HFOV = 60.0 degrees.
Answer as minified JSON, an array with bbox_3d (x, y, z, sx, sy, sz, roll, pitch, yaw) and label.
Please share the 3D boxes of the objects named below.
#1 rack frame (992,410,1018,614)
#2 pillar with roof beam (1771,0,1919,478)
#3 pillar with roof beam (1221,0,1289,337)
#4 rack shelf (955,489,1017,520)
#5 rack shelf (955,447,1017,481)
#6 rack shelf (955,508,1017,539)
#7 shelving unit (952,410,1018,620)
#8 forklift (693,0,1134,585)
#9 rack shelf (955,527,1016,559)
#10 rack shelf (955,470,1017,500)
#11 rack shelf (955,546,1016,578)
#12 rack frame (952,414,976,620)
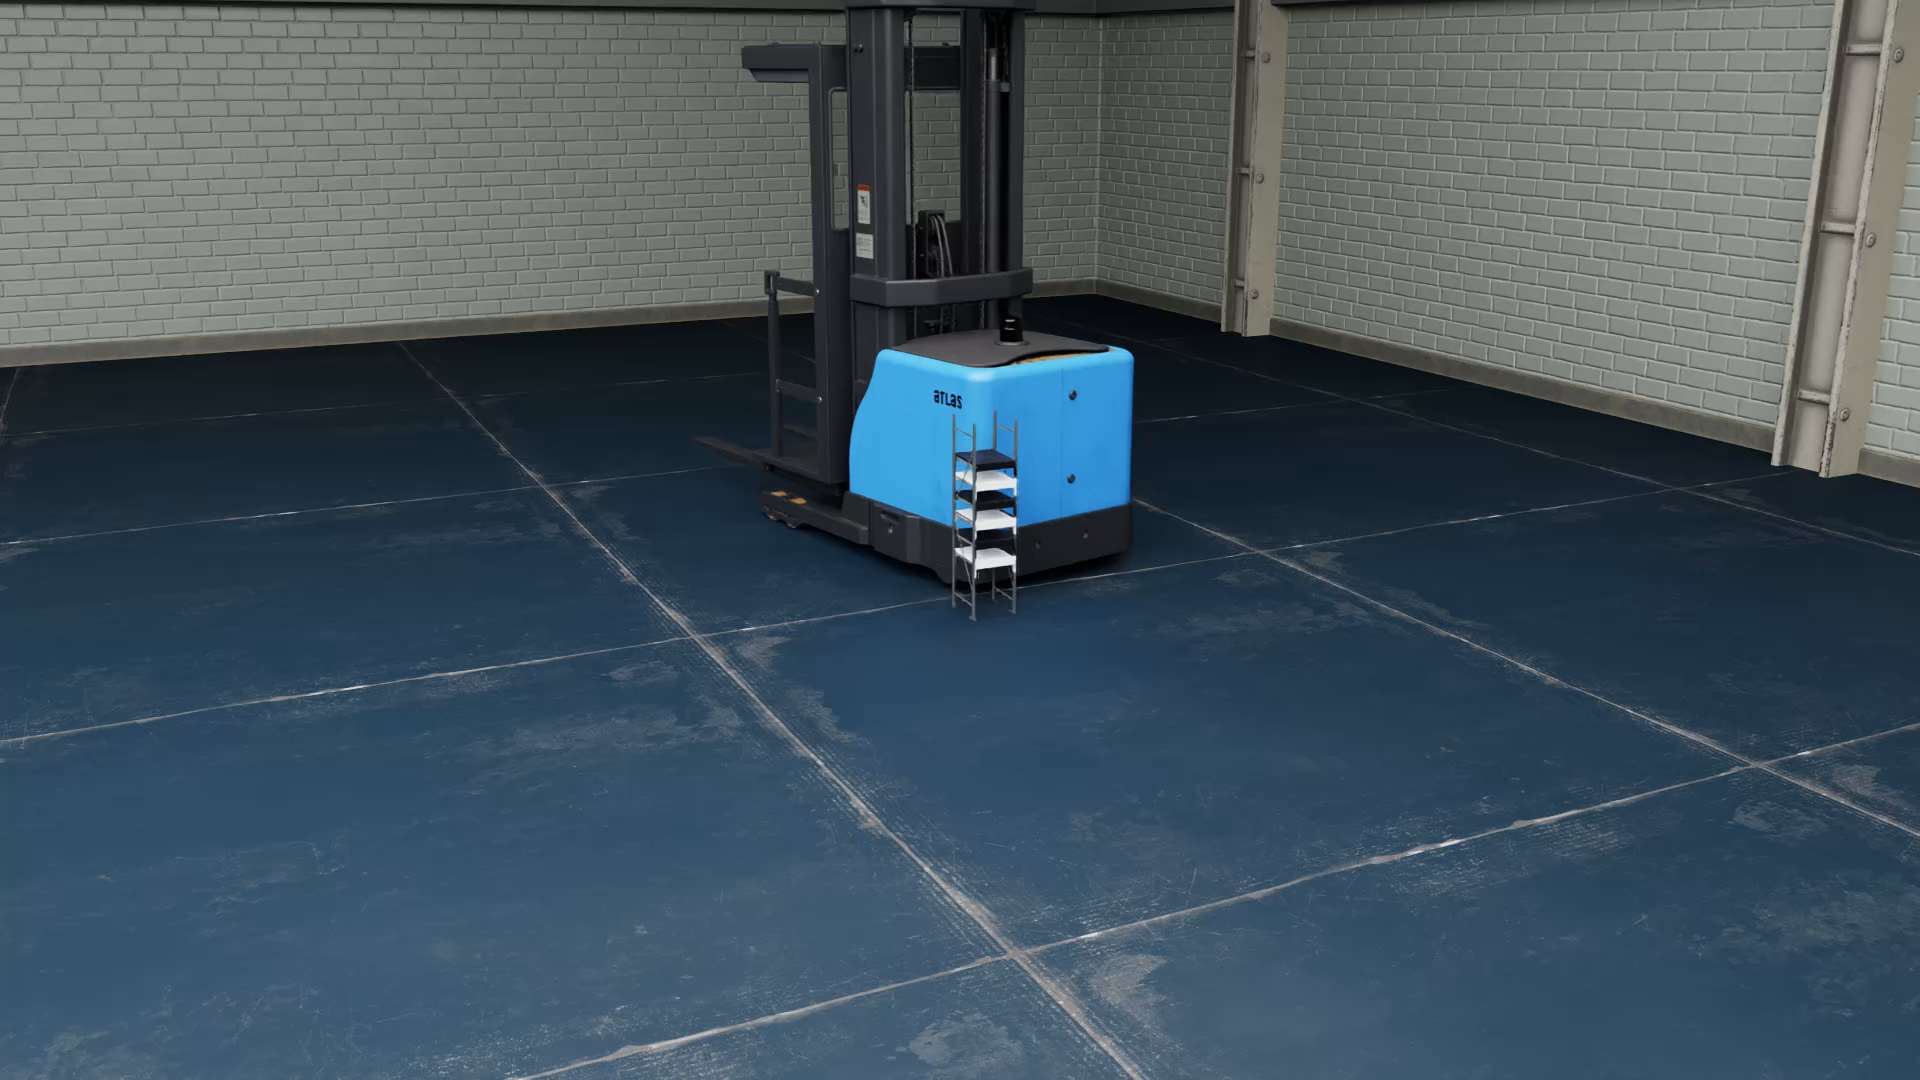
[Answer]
[{"bbox_3d":[0.203,-0.126,7.546,0.006,0.900,0.240,-7,18,-23],"label":"rack frame"},{"bbox_3d":[1.423,-4.249,7.243,9.100,9.000,0.400,-8,18,-25],"label":"pillar with roof beam"},{"bbox_3d":[-1.205,-5.737,12.427,9.100,9.000,0.400,-8,18,-25],"label":"pillar with roof beam"},{"bbox_3d":[0.110,-0.169,7.489,0.200,0.077,0.258,-7,18,-23],"label":"rack shelf"},{"bbox_3d":[0.110,-0.341,7.438,0.200,0.077,0.258,-7,18,-23],"label":"rack shelf"},{"bbox_3d":[0.110,-0.083,7.515,0.200,0.077,0.258,-7,18,-23],"label":"rack shelf"},{"bbox_3d":[0.110,-0.114,7.505,0.210,0.900,0.258,-7,18,-23],"label":"shelving unit"},{"bbox_3d":[-0.435,-1.542,8.812,1.130,2.935,3.031,-12,20,-36],"label":"forklift"},{"bbox_3d":[0.110,0.004,7.541,0.200,0.077,0.258,-7,18,-23],"label":"rack shelf"},{"bbox_3d":[0.110,-0.255,7.464,0.200,0.077,0.258,-7,18,-23],"label":"rack shelf"},{"bbox_3d":[0.109,0.090,7.566,0.200,0.077,0.258,-7,18,-23],"label":"rack shelf"},{"bbox_3d":[0.017,-0.103,7.465,0.006,0.900,0.240,-7,18,-23],"label":"rack frame"}]
